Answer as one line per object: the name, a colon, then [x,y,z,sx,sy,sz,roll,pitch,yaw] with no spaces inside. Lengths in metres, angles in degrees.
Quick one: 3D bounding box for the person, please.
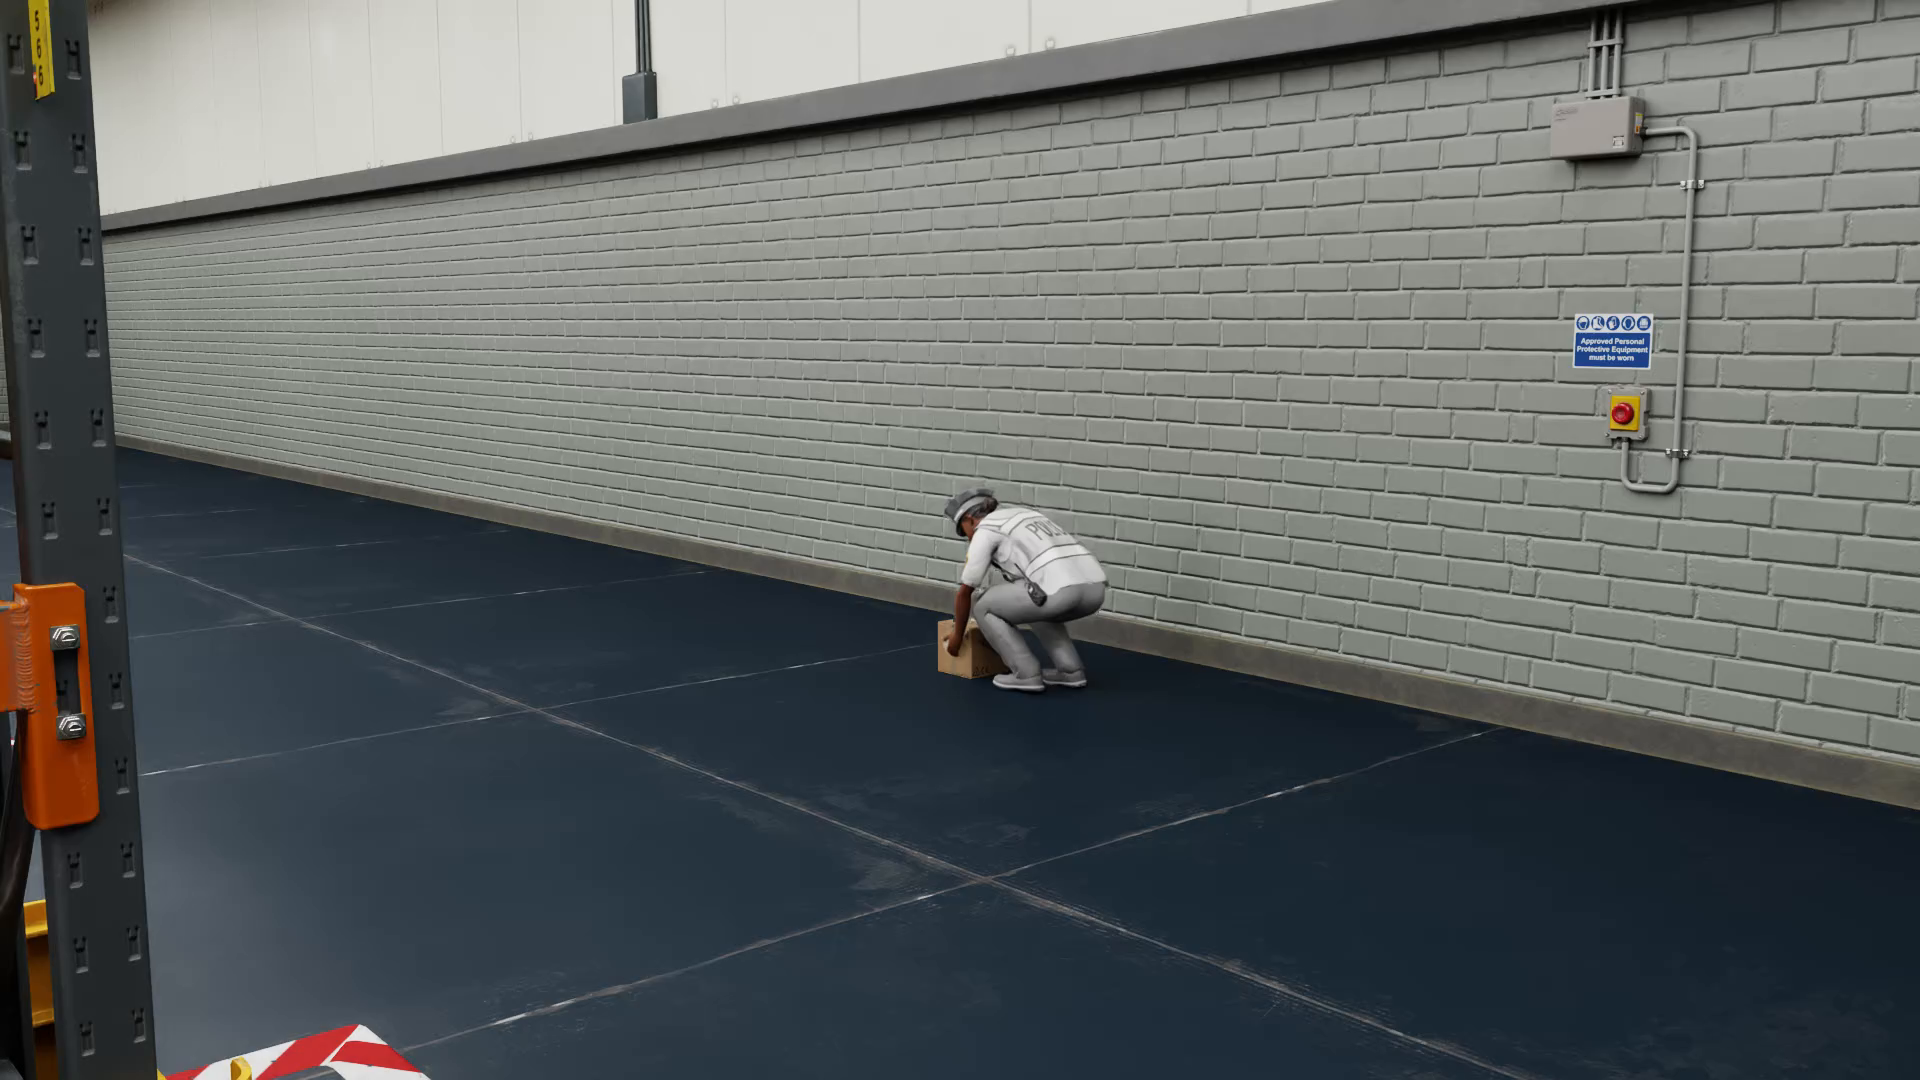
person: [0.290,0.231,7.869,0.482,0.930,0.862,-7,10,-41]
